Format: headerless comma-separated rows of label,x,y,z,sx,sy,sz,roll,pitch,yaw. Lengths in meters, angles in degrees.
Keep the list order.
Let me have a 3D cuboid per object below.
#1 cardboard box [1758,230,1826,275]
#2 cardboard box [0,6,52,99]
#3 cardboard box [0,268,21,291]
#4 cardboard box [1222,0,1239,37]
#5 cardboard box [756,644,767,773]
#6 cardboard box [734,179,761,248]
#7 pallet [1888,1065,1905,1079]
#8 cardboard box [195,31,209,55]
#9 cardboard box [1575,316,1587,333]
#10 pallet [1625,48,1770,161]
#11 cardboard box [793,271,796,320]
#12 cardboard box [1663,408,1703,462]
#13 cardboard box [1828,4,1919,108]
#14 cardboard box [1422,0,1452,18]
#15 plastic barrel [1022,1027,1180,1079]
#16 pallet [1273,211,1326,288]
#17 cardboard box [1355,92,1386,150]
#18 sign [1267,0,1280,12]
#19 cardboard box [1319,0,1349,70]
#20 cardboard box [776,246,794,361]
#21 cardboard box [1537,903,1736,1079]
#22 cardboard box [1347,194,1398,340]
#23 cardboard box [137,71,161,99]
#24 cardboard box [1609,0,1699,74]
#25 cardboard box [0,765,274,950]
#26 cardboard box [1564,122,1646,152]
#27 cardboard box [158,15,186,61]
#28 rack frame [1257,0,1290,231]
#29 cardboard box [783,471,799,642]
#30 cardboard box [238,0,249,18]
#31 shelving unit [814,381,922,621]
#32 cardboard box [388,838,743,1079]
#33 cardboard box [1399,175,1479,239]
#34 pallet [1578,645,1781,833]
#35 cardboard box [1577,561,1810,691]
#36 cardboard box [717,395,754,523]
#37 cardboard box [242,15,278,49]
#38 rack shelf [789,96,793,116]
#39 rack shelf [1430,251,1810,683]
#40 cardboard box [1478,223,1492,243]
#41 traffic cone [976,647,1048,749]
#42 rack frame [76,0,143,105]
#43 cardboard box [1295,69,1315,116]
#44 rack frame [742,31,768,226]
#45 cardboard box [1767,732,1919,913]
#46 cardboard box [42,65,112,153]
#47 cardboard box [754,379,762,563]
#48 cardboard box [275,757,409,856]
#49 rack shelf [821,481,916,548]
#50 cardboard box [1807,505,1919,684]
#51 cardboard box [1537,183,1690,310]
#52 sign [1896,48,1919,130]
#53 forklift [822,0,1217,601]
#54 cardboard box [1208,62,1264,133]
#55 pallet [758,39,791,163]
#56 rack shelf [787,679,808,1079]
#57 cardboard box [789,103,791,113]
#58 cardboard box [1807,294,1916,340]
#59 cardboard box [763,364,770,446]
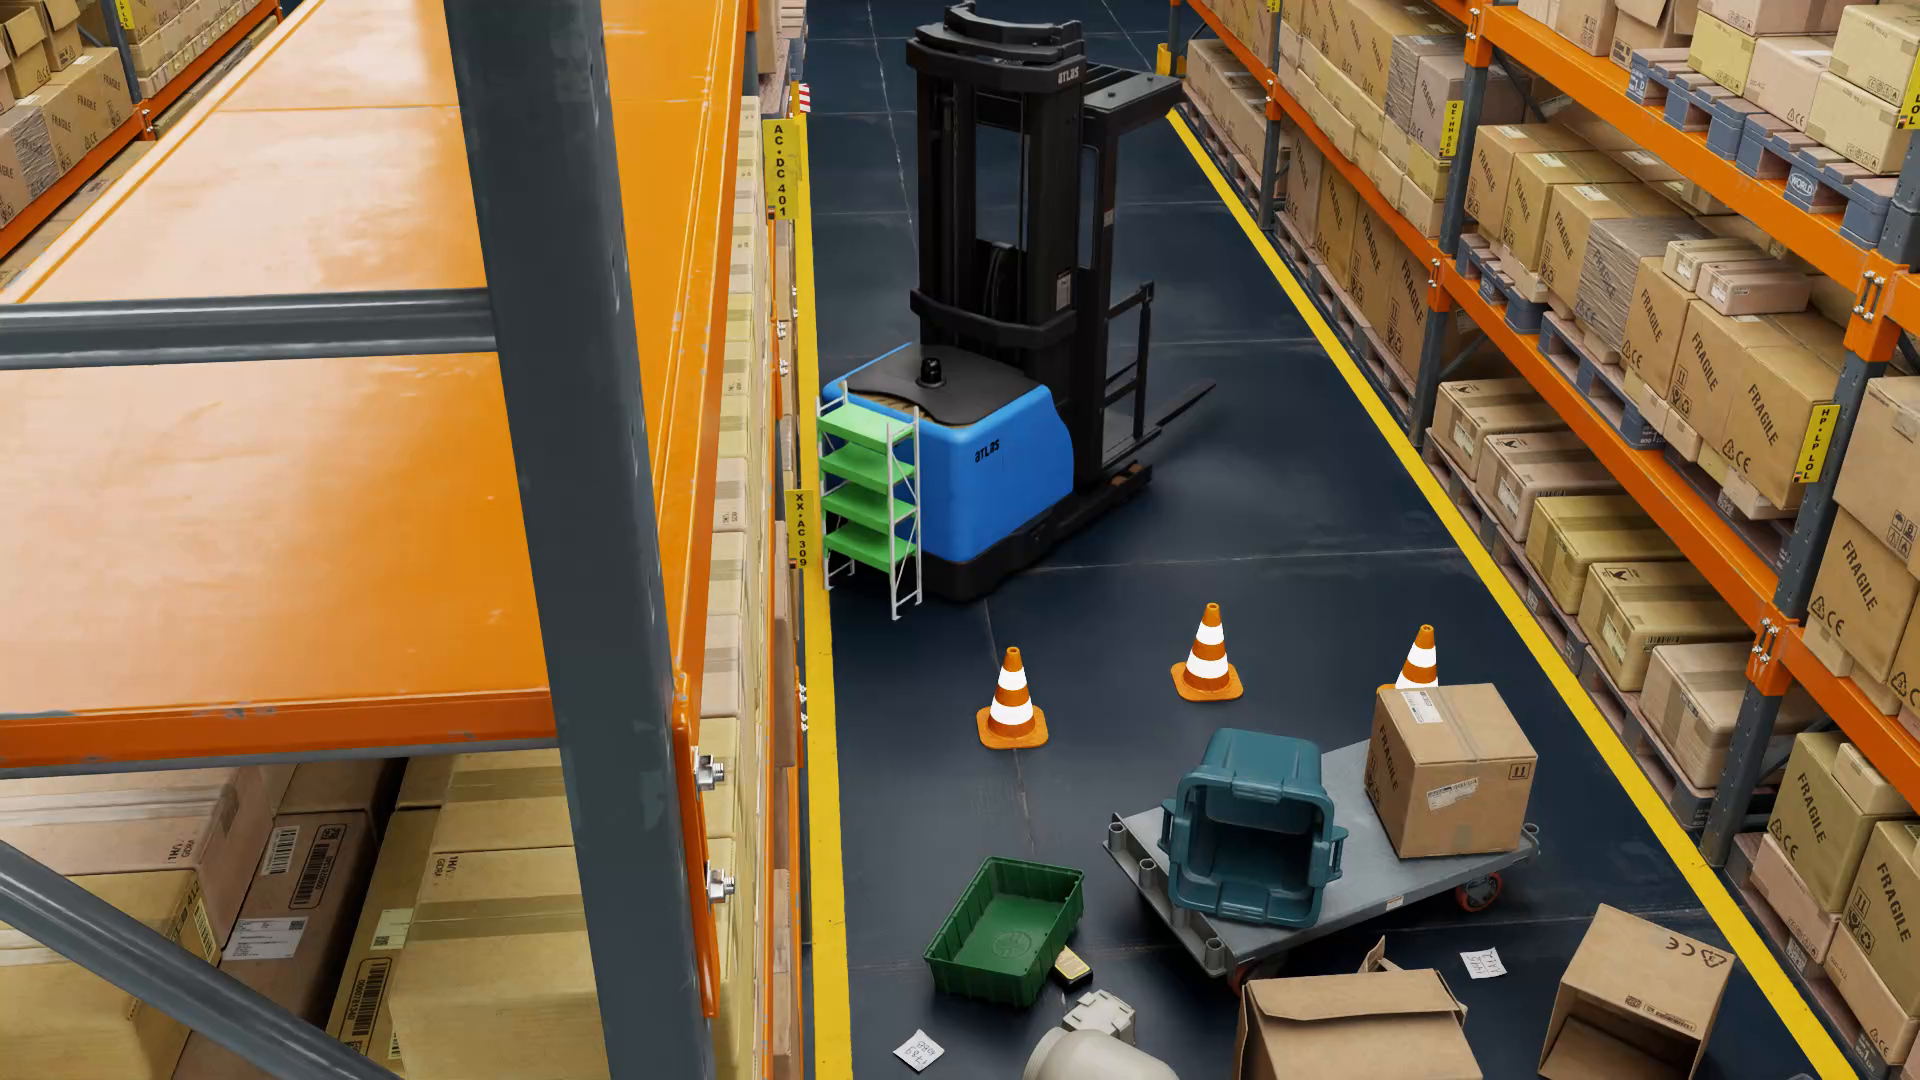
cardboard box,3.902,-1.330,7.622,0.380,0.149,0.250,-1,31,-2
cardboard box,-6.696,-3.300,11.275,0.797,0.503,0.637,-2,31,-4
cardboard box,-6.487,-1.082,10.300,1.225,0.875,0.875,-4,31,-7
cardboard box,2.637,-4.764,14.703,0.500,0.500,0.500,-3,31,-5
cardboard box,-0.555,0.328,3.088,0.380,0.149,0.250,-3,31,-4
cardboard box,-0.701,-0.794,4.190,0.380,0.149,0.250,-2,31,-4
pallet,4.013,2.269,5.746,1.003,0.211,1.213,-3,31,-5
cardboard box,-6.635,-4.224,14.142,0.380,0.149,0.250,-2,31,-4
cardboard box,3.412,-1.142,8.573,0.380,0.149,0.250,-2,31,-3
pallet,3.746,-1.950,7.349,1.213,0.211,1.003,-3,31,-5
cardboard box,-1.458,-1.907,12.045,0.500,0.500,0.500,-3,31,-6
cardboard box,3.408,-0.481,7.466,0.380,0.149,0.250,-3,31,-5
cardboard box,3.616,-1.802,6.166,0.500,0.250,0.500,-2,31,-3
cardboard box,3.488,-3.447,11.524,0.500,0.500,0.500,-2,31,-4
plastic barrel,0.512,2.007,5.978,0.512,0.421,0.421,20,36,29
pallet,3.197,-2.391,13.547,1.003,0.211,1.213,-3,31,-5
cardboard box,3.006,-2.843,11.244,0.500,0.250,0.500,-4,31,-6
sign,2.498,-4.356,13.197,0.100,0.325,0.005,-3,31,-5
cardboard box,2.924,-3.697,11.942,0.500,0.500,0.500,-3,31,-6
cardboard box,-1.141,-1.218,8.767,0.500,0.500,0.500,-3,31,-5
cardboard box,2.543,1.791,6.262,0.500,0.500,0.500,20,36,29
cardboard box,3.363,-2.016,11.863,0.875,0.875,0.875,-2,31,-4
cardboard box,-6.513,-3.562,13.034,0.380,0.149,0.250,-3,31,-4
cardboard box,3.595,-2.490,7.969,0.797,0.503,0.637,-3,31,-5
cardboard box,-1.139,0.409,2.176,0.380,0.149,0.250,-3,31,-4
cardboard box,3.743,-2.068,9.490,0.500,0.500,0.500,-4,31,-6
cardboard box,-6.641,-4.073,13.501,0.500,0.250,0.500,-3,31,-5
rack frame,3.050,-3.978,13.485,1.000,3.000,0.127,-3,31,-5
cardboard box,-0.903,0.071,6.609,0.500,0.500,0.500,-2,31,-4
cardboard box,-6.758,-4.883,15.245,0.380,0.149,0.250,-2,31,-4
shelving unit,-0.485,-0.201,8.916,0.503,1.200,0.258,22,37,32
cardboard box,-0.462,0.506,2.013,0.380,0.149,0.250,-2,31,-4
cardboard box,3.118,-2.117,10.516,0.500,0.250,0.500,-4,31,-6
pallet,3.723,0.906,8.028,1.003,0.211,1.213,-3,31,-5
cardboard box,3.675,0.420,8.276,0.950,0.372,0.625,-1,31,-1
cardboard box,-0.580,-0.143,3.100,0.380,0.149,0.250,-3,31,-5
cardboard box,-7.051,-4.491,16.006,0.875,0.875,0.875,-3,31,-5
rack shelf,-2.056,-4.401,14.896,1.077,0.370,4.000,-3,31,-5
rack shelf,3.611,-0.606,8.541,1.077,0.370,4.000,-3,31,-5
cardboard box,3.269,-1.833,9.730,0.380,0.149,0.250,-4,31,-7
traffic cone,0.257,0.727,8.082,0.336,0.463,0.334,-3,31,-5
rack frame,-6.817,-3.503,12.690,1.000,3.000,0.127,-3,31,-5
cardboard box,2.878,-3.412,12.684,0.500,0.250,0.500,-3,31,-6
rack frame,-1.121,-2.180,4.625,1.000,3.000,0.127,-3,31,-5
cardboard box,3.584,1.099,6.526,0.500,0.500,0.500,-1,31,-2
cardboard box,-6.462,-3.067,11.863,0.500,0.500,0.500,-2,31,-3
cardboard box,-0.680,-0.168,3.531,0.500,0.250,0.500,-3,31,-5
cardboard box,-1.118,0.371,2.628,0.500,0.250,0.500,-3,31,-4
rack shelf,-0.484,-0.146,8.949,0.480,0.148,0.258,22,37,32
cardboard box,3.561,0.174,6.147,0.500,0.500,0.500,-3,31,-5
cardboard box,3.347,-1.509,8.555,0.500,0.500,0.500,-2,31,-4
sign,3.245,-1.544,5.597,0.100,0.325,0.005,-3,31,-5
forklift,0.527,-1.621,9.607,1.130,2.935,3.031,22,37,32
cardboard box,2.931,-4.301,16.116,0.875,0.438,0.875,-2,31,-3
pallet,-1.275,-1.957,7.360,1.003,0.211,1.213,-1,31,-2
rack shelf,-0.935,1.725,4.639,1.077,0.370,4.000,-3,31,-5
cardboard box,-1.861,-4.303,16.399,0.380,0.149,0.250,-2,31,-3
cardboard box,3.992,-0.753,7.289,0.500,0.500,0.500,-3,31,-4
cardboard box,-0.674,-0.319,4.172,0.380,0.149,0.250,-2,31,-4
